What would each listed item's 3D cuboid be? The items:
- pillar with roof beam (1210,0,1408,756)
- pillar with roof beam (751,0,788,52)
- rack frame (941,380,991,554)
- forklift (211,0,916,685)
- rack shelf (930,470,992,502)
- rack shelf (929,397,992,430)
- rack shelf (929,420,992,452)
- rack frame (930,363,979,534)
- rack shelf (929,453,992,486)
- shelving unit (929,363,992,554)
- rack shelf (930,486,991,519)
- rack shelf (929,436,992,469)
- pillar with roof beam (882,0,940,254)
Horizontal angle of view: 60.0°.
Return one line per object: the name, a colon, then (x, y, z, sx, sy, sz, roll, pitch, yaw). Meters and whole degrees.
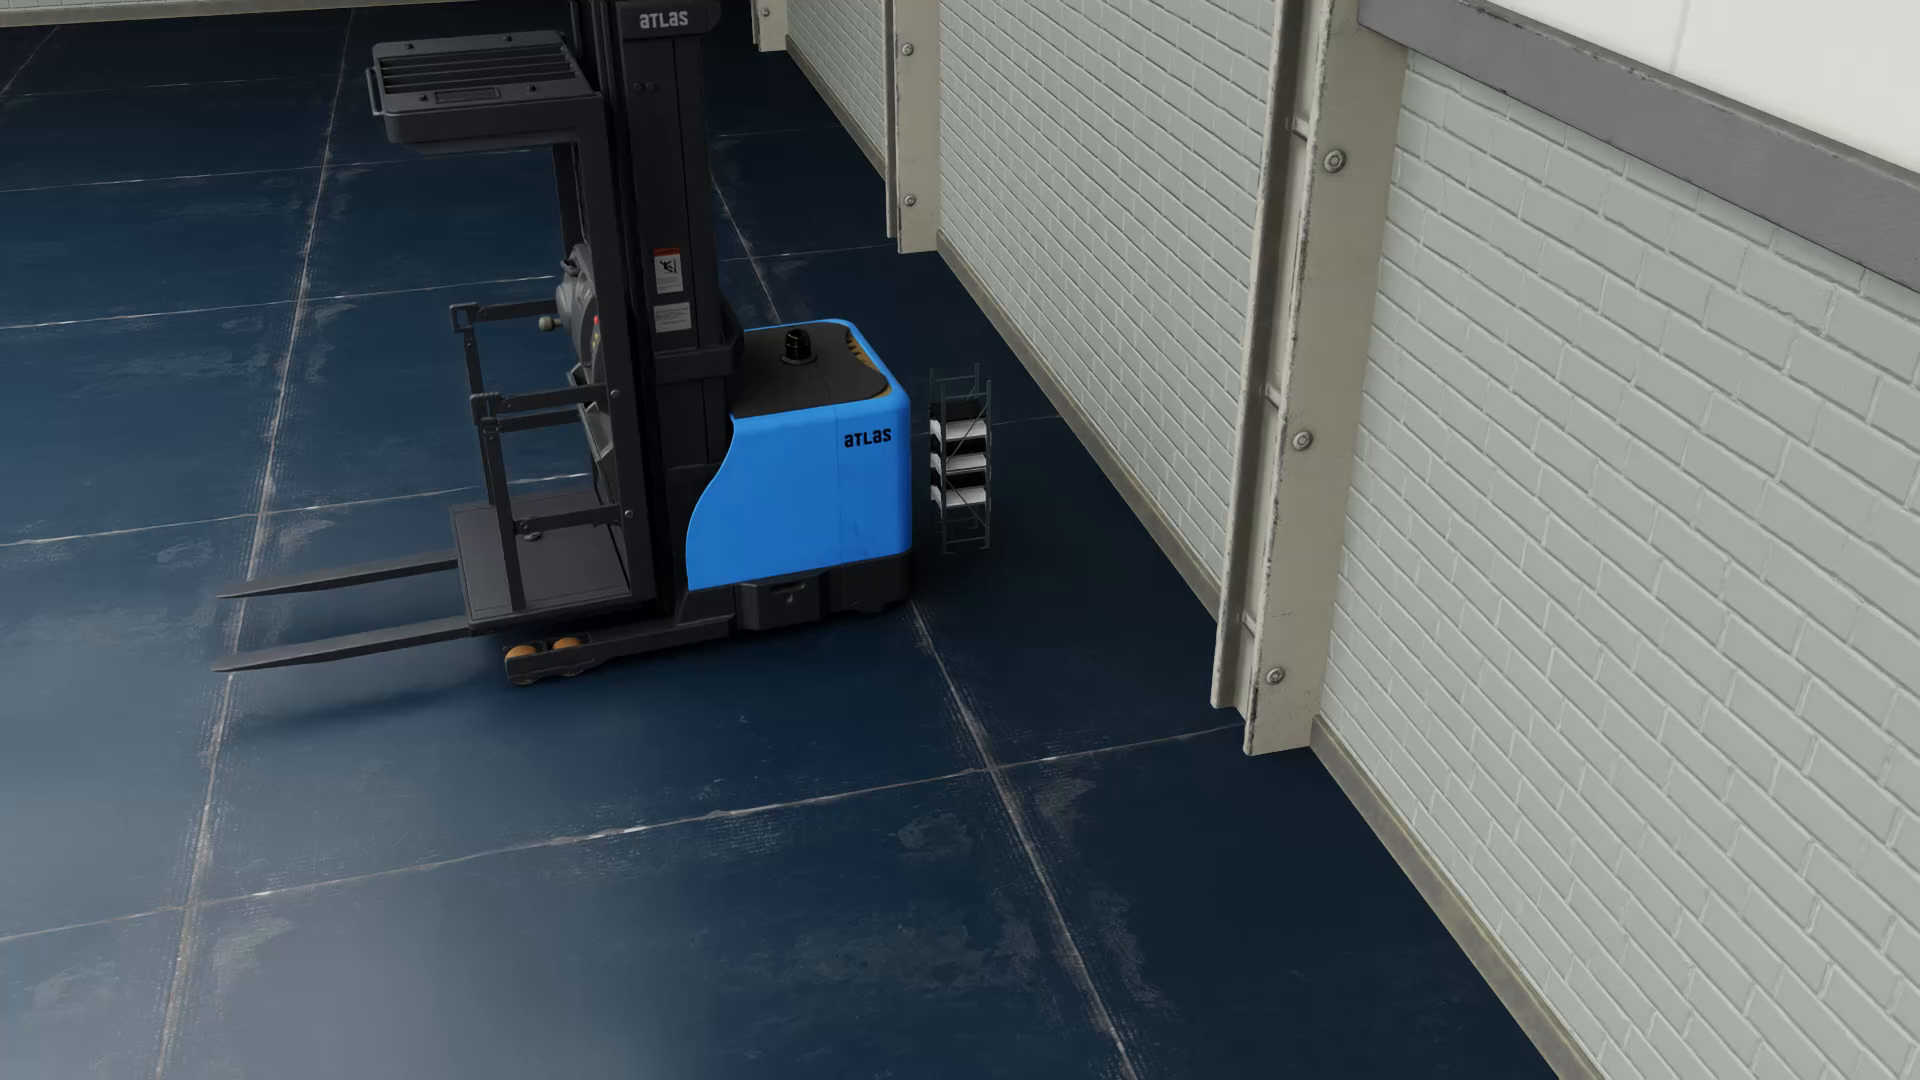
pillar with roof beam: (-2.889, -2.562, 3.694, 9.100, 9.000, 0.400, -8, 31, -13)
pillar with roof beam: (-6.074, -8.358, 13.707, 9.100, 9.000, 0.400, -8, 31, -13)
rack frame: (0.029, -0.336, 7.933, 0.240, 0.900, 0.006, -8, 31, -13)
forklift: (-1.777, -0.944, 6.954, 3.031, 2.935, 1.130, -10, 32, -17)
rack shelf: (0.002, -0.279, 8.080, 0.258, 0.077, 0.200, -8, 31, -13)
rack shelf: (0.002, -0.590, 7.899, 0.258, 0.077, 0.200, -8, 31, -13)
rack shelf: (0.002, -0.512, 7.944, 0.258, 0.077, 0.200, -8, 31, -13)
rack frame: (-0.025, -0.435, 8.103, 0.240, 0.900, 0.006, -8, 31, -13)
rack shelf: (0.002, -0.357, 8.034, 0.258, 0.077, 0.200, -8, 31, -13)
shelving unit: (0.002, -0.386, 8.018, 0.258, 0.900, 0.210, -8, 31, -13)
rack shelf: (0.002, -0.201, 8.125, 0.258, 0.077, 0.200, -8, 31, -13)
rack shelf: (0.002, -0.435, 7.989, 0.258, 0.077, 0.200, -8, 31, -13)
pillar with roof beam: (-4.481, -5.460, 8.700, 9.100, 9.000, 0.400, -8, 31, -13)
